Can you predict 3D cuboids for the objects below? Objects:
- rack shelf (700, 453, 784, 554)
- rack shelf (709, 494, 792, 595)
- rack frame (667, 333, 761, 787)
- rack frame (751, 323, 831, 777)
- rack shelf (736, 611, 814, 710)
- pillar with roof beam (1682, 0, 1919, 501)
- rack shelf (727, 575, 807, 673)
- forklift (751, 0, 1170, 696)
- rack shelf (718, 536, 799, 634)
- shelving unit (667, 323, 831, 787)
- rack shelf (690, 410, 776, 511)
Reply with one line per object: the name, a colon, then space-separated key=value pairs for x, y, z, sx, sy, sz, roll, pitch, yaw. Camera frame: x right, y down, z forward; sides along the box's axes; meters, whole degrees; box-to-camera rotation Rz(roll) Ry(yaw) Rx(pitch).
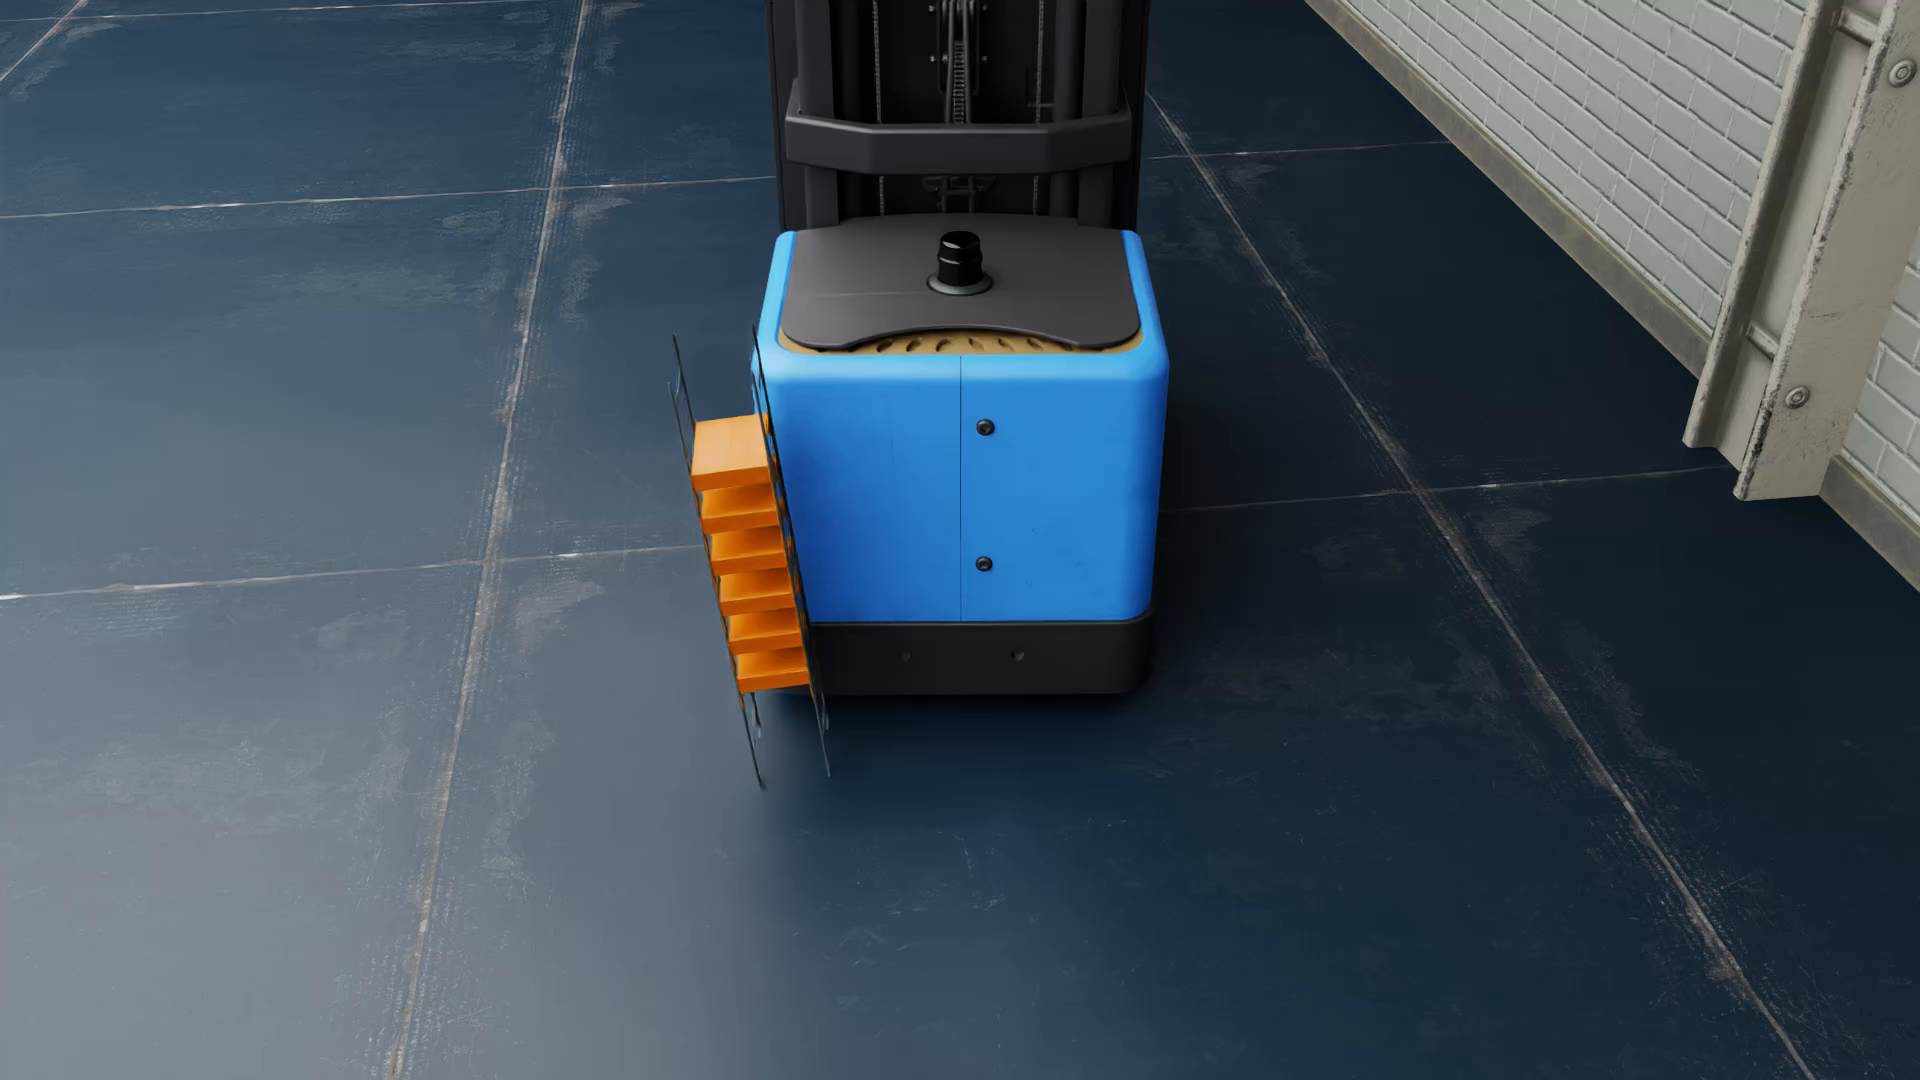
rack shelf: x=-0.517 y=-0.091 z=3.960 sx=0.180 sy=0.103 sz=0.258 roll=-8 pitch=35 yaw=-1
rack shelf: x=-0.505 y=0.007 z=4.028 sx=0.180 sy=0.103 sz=0.258 roll=-8 pitch=35 yaw=-1
rack frame: x=-0.589 y=0.081 z=4.069 sx=0.006 sy=1.200 sz=0.240 roll=-8 pitch=35 yaw=-1
rack frame: x=-0.407 y=0.057 z=4.073 sx=0.006 sy=1.200 sz=0.240 roll=-8 pitch=35 yaw=-1
rack shelf: x=-0.471 y=0.302 z=4.232 sx=0.180 sy=0.103 sz=0.258 roll=-8 pitch=35 yaw=-1
pillar with roof beam: x=-1.587 y=-3.643 z=2.605 sx=9.100 sy=9.000 sz=0.400 roll=-4 pitch=35 yaw=-6
rack shelf: x=-0.482 y=0.204 z=4.164 sx=0.180 sy=0.103 sz=0.258 roll=-8 pitch=35 yaw=-1
forklift: x=-0.010 y=-1.585 z=4.973 sx=1.130 sy=2.935 sz=3.031 roll=0 pitch=34 yaw=0
rack shelf: x=-0.494 y=0.105 z=4.096 sx=0.180 sy=0.103 sz=0.258 roll=-8 pitch=35 yaw=-1
shelving unit: x=-0.498 y=0.069 z=4.071 sx=0.189 sy=1.200 sz=0.258 roll=-8 pitch=35 yaw=-1
rack shelf: x=-0.529 y=-0.189 z=3.892 sx=0.180 sy=0.103 sz=0.258 roll=-8 pitch=35 yaw=-1
